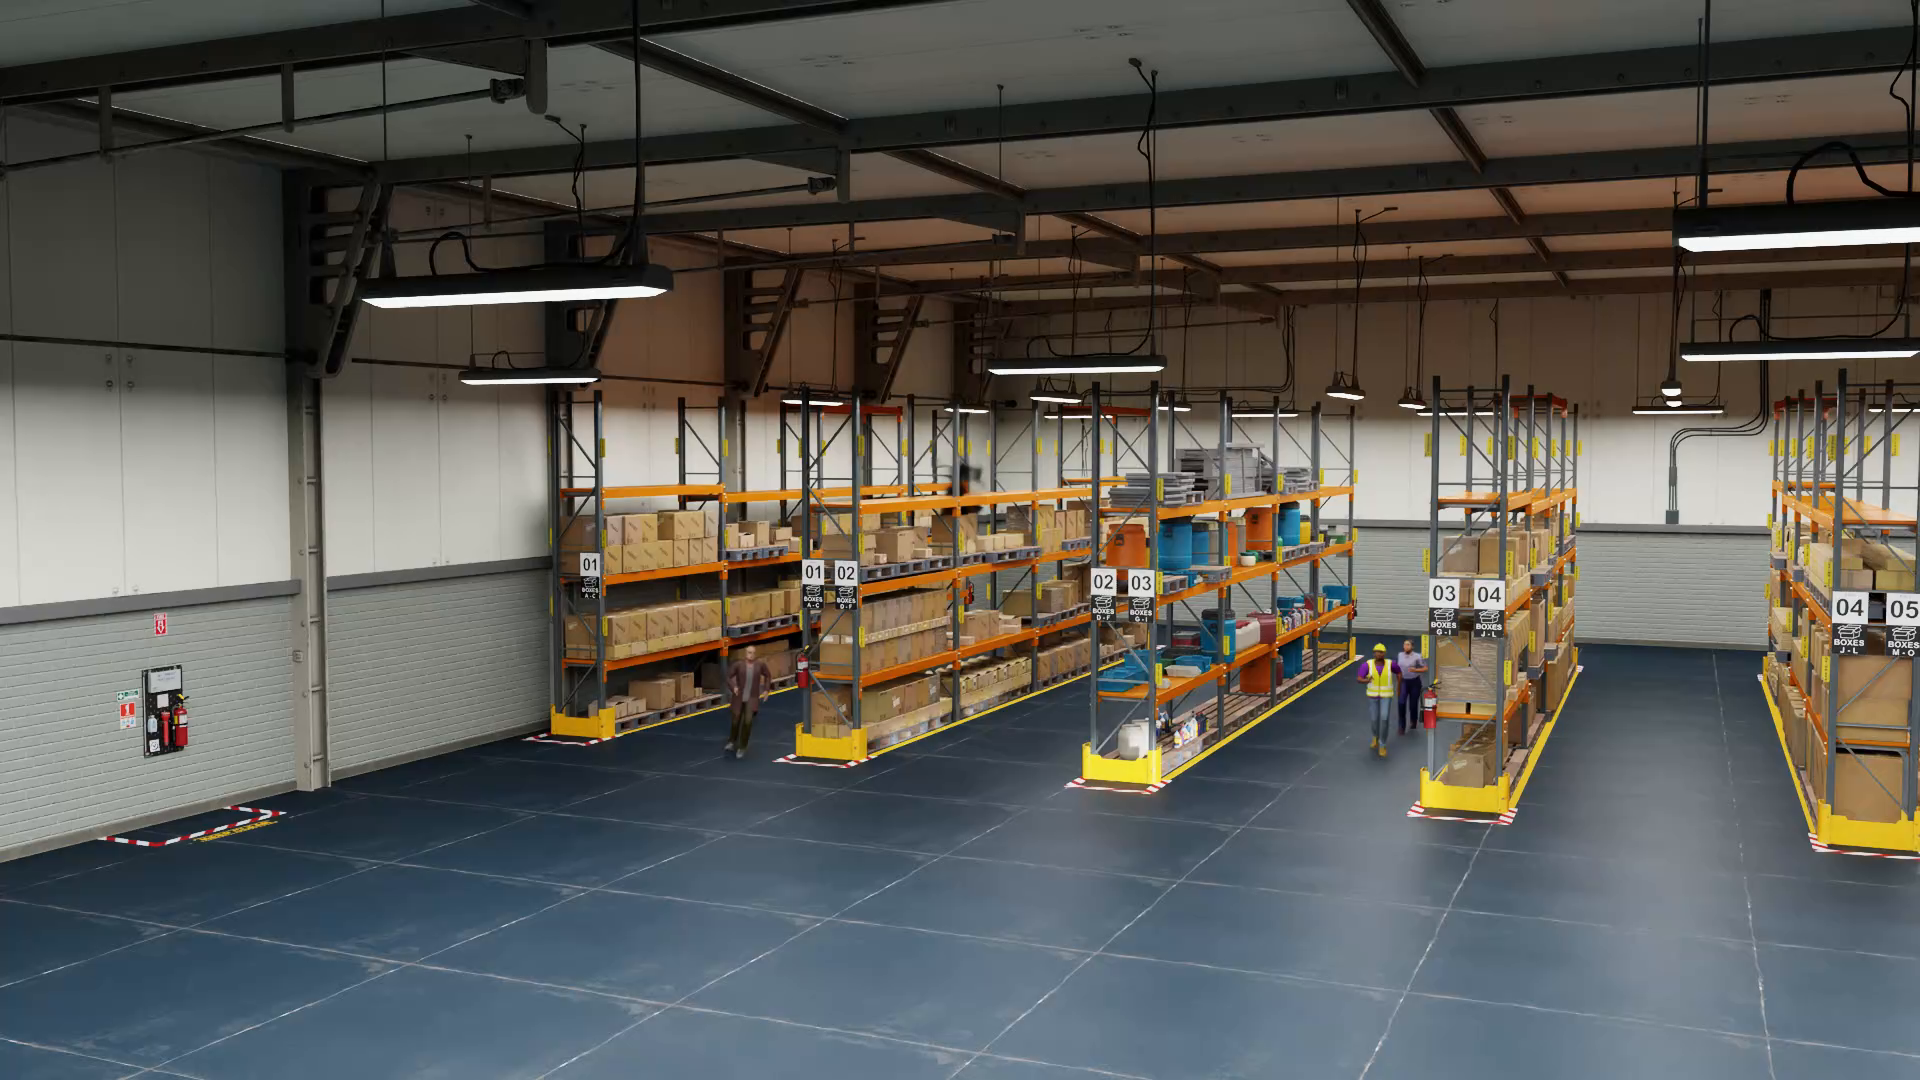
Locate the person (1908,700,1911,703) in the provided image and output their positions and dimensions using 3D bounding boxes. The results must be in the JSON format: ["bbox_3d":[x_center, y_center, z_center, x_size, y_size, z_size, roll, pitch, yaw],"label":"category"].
[{"bbox_3d":[18.459,2.375,32.071,0.577,1.649,0.968,0,3,8],"label":"person"}]

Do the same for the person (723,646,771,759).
[{"bbox_3d":[-3.476,2.632,27.170,0.767,1.808,0.855,0,3,-6],"label":"person"}]

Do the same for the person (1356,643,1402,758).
[{"bbox_3d":[6.872,2.598,27.300,0.703,1.823,0.833,1,3,18],"label":"person"}]

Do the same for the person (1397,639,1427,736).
[{"bbox_3d":[7.913,2.579,29.179,0.581,1.702,0.814,2,4,26],"label":"person"}]
